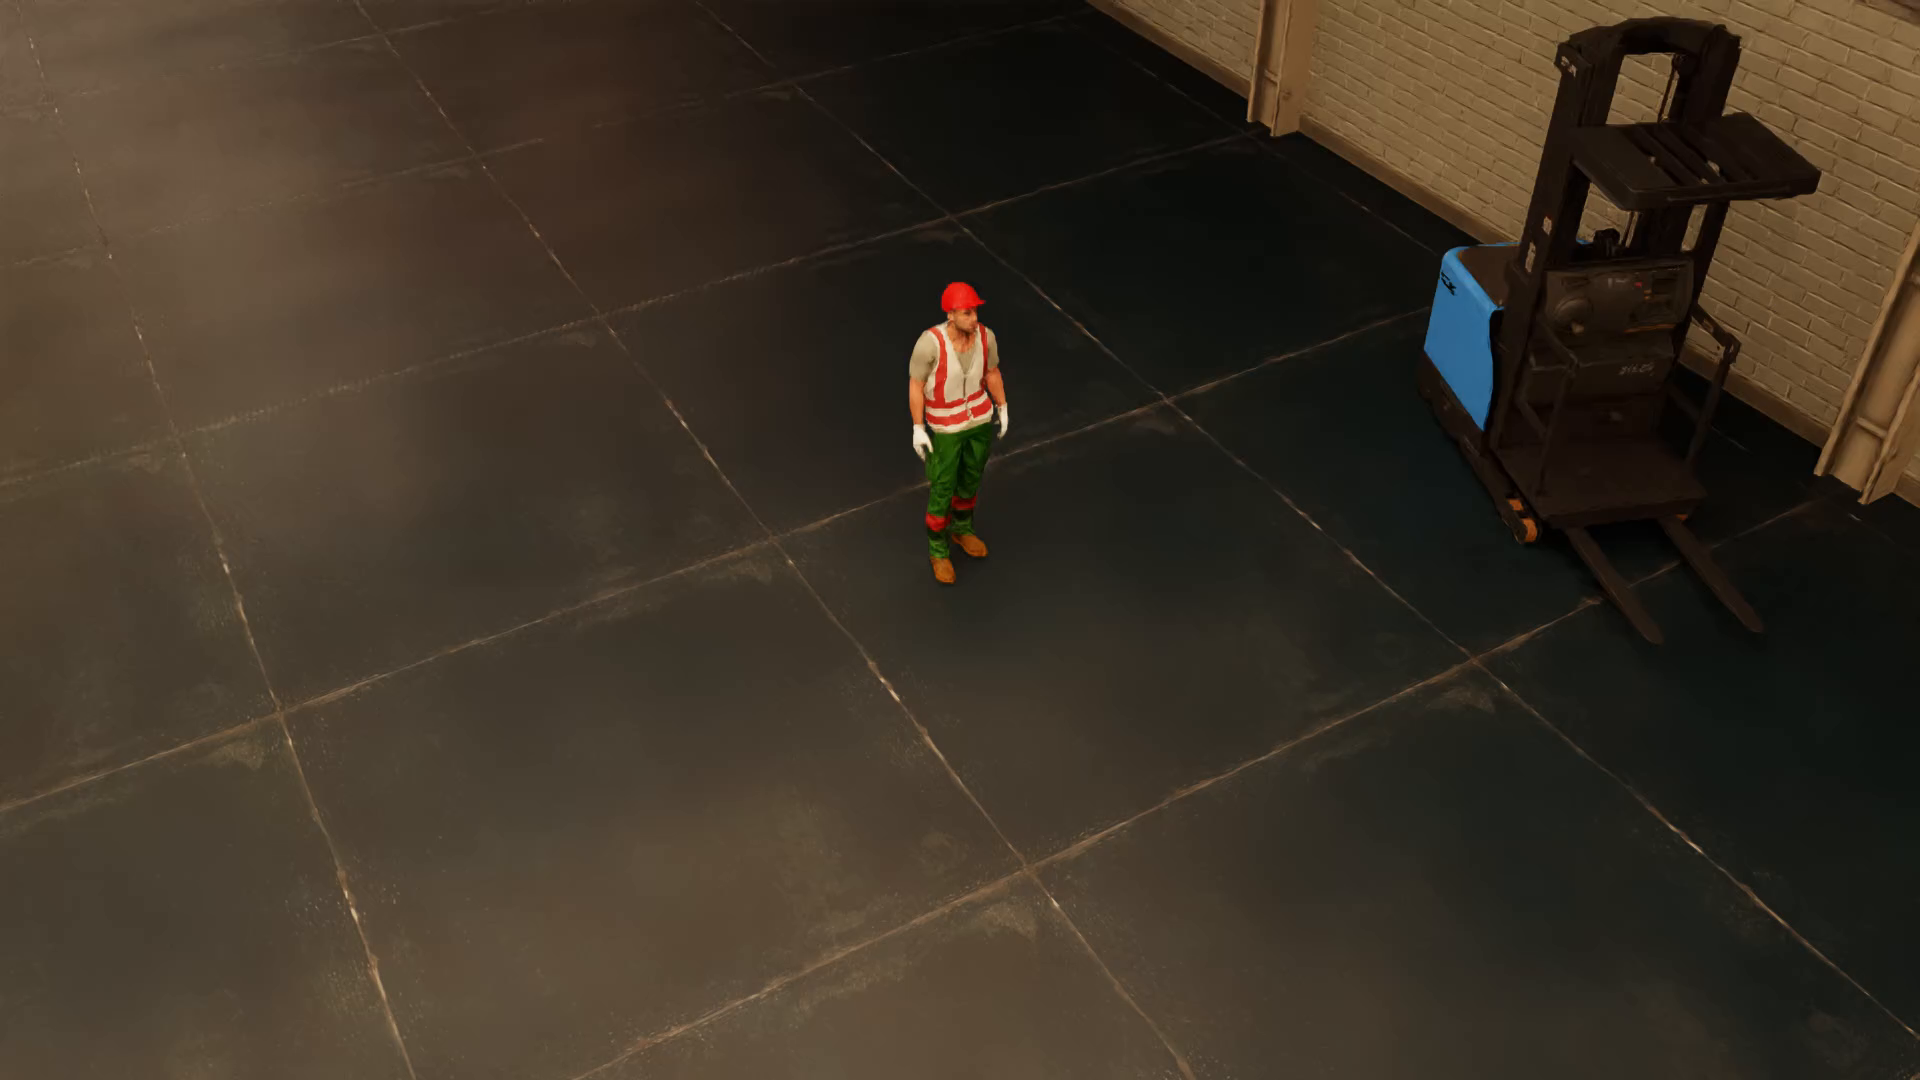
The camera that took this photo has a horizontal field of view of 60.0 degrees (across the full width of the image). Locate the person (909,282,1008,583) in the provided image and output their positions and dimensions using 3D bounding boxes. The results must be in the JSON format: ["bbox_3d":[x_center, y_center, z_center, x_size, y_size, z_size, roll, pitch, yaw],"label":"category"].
[{"bbox_3d":[0.031,-0.646,9.699,0.637,1.787,0.563,-20,44,-23],"label":"person"}]

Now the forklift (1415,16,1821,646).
[{"bbox_3d":[3.938,-1.359,9.675,1.130,2.935,3.031,-7,40,-8],"label":"forklift"}]
